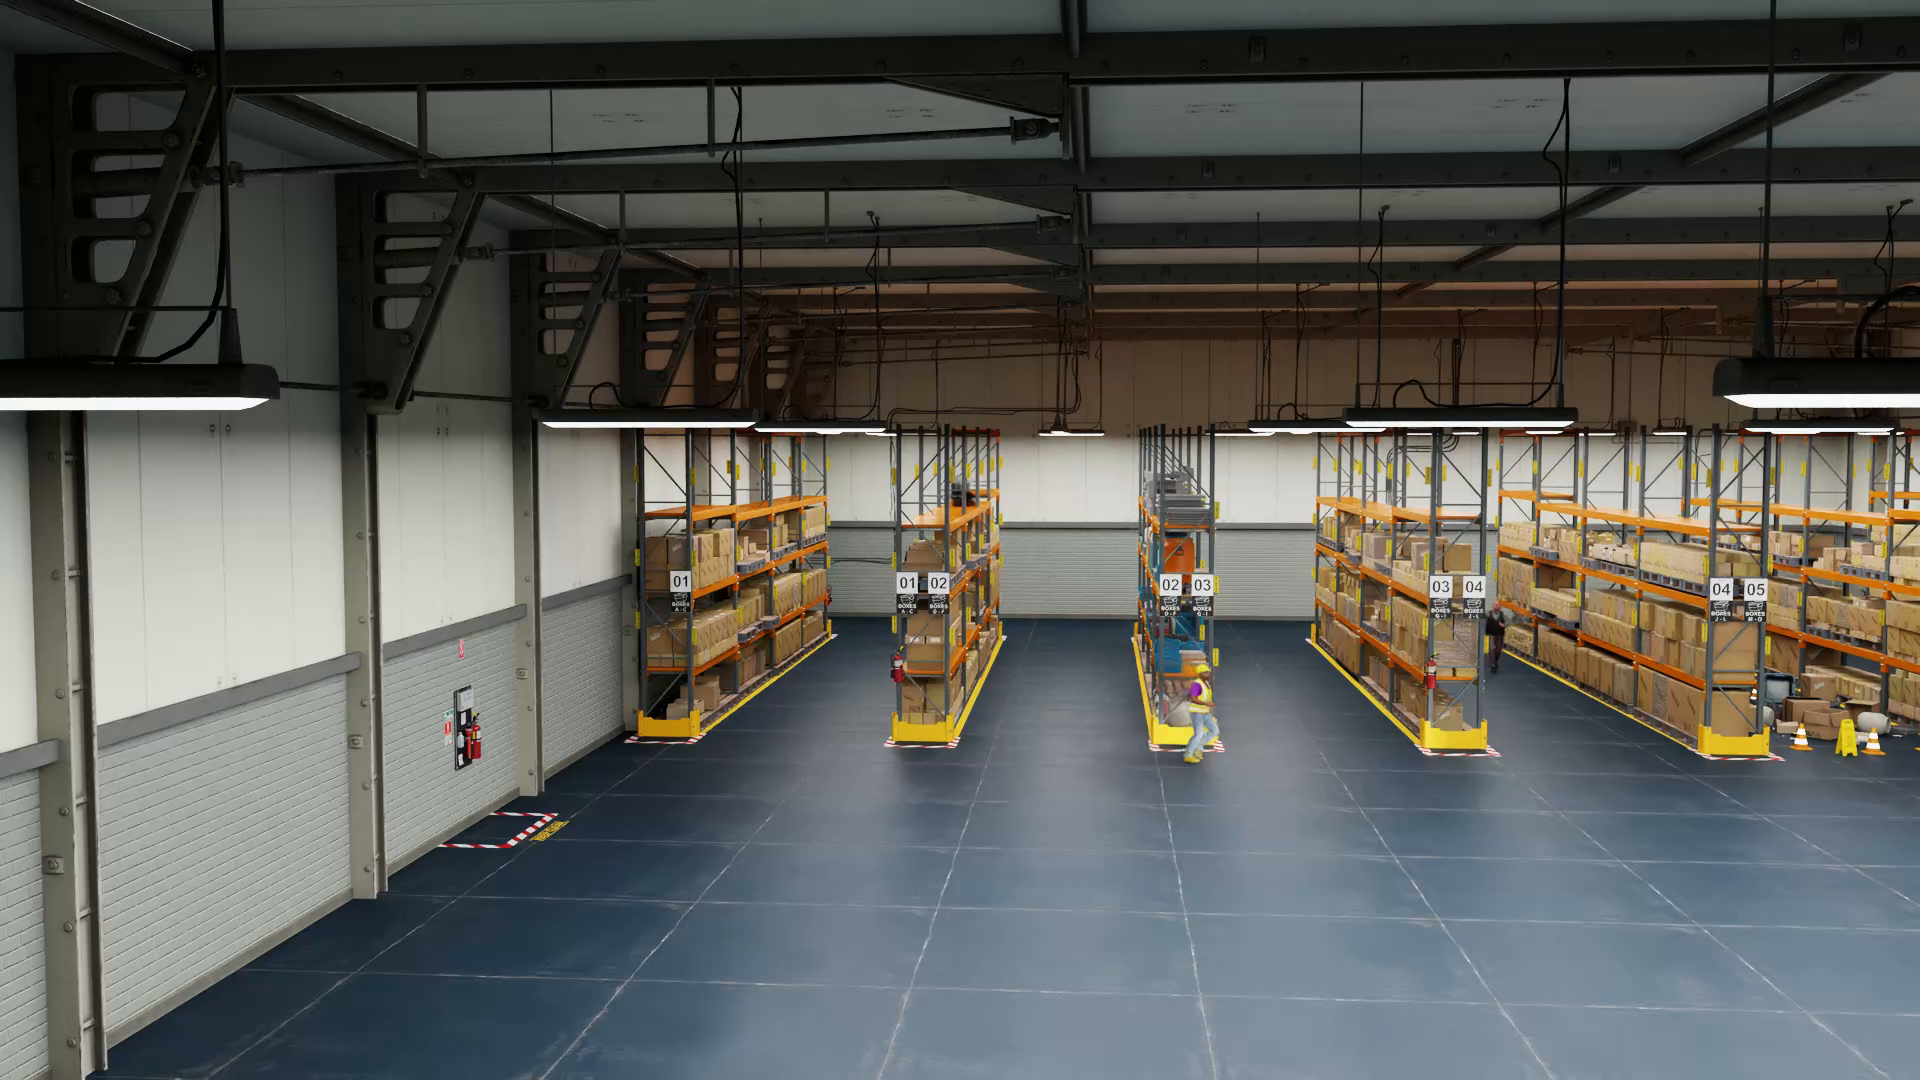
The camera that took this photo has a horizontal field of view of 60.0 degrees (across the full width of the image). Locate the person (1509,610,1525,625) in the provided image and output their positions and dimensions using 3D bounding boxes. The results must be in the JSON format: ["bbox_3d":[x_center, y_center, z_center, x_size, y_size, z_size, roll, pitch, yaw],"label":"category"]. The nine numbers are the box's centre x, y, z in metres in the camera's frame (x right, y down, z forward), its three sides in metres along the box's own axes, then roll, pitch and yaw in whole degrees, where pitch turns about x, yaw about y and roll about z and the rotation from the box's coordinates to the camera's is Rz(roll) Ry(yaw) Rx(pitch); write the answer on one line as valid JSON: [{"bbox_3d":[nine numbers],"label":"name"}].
[{"bbox_3d":[15.859,1.994,47.458,0.875,1.661,0.662,3,5,43],"label":"person"}]

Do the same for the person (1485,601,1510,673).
[{"bbox_3d":[13.143,2.348,40.824,0.659,1.713,0.948,1,4,10],"label":"person"}]

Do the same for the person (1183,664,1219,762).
[{"bbox_3d":[4.323,3.060,29.479,0.635,1.713,0.734,2,4,31],"label":"person"}]

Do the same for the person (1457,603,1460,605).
[{"bbox_3d":[13.661,2.145,46.223,0.583,1.573,0.641,3,5,42],"label":"person"}]
